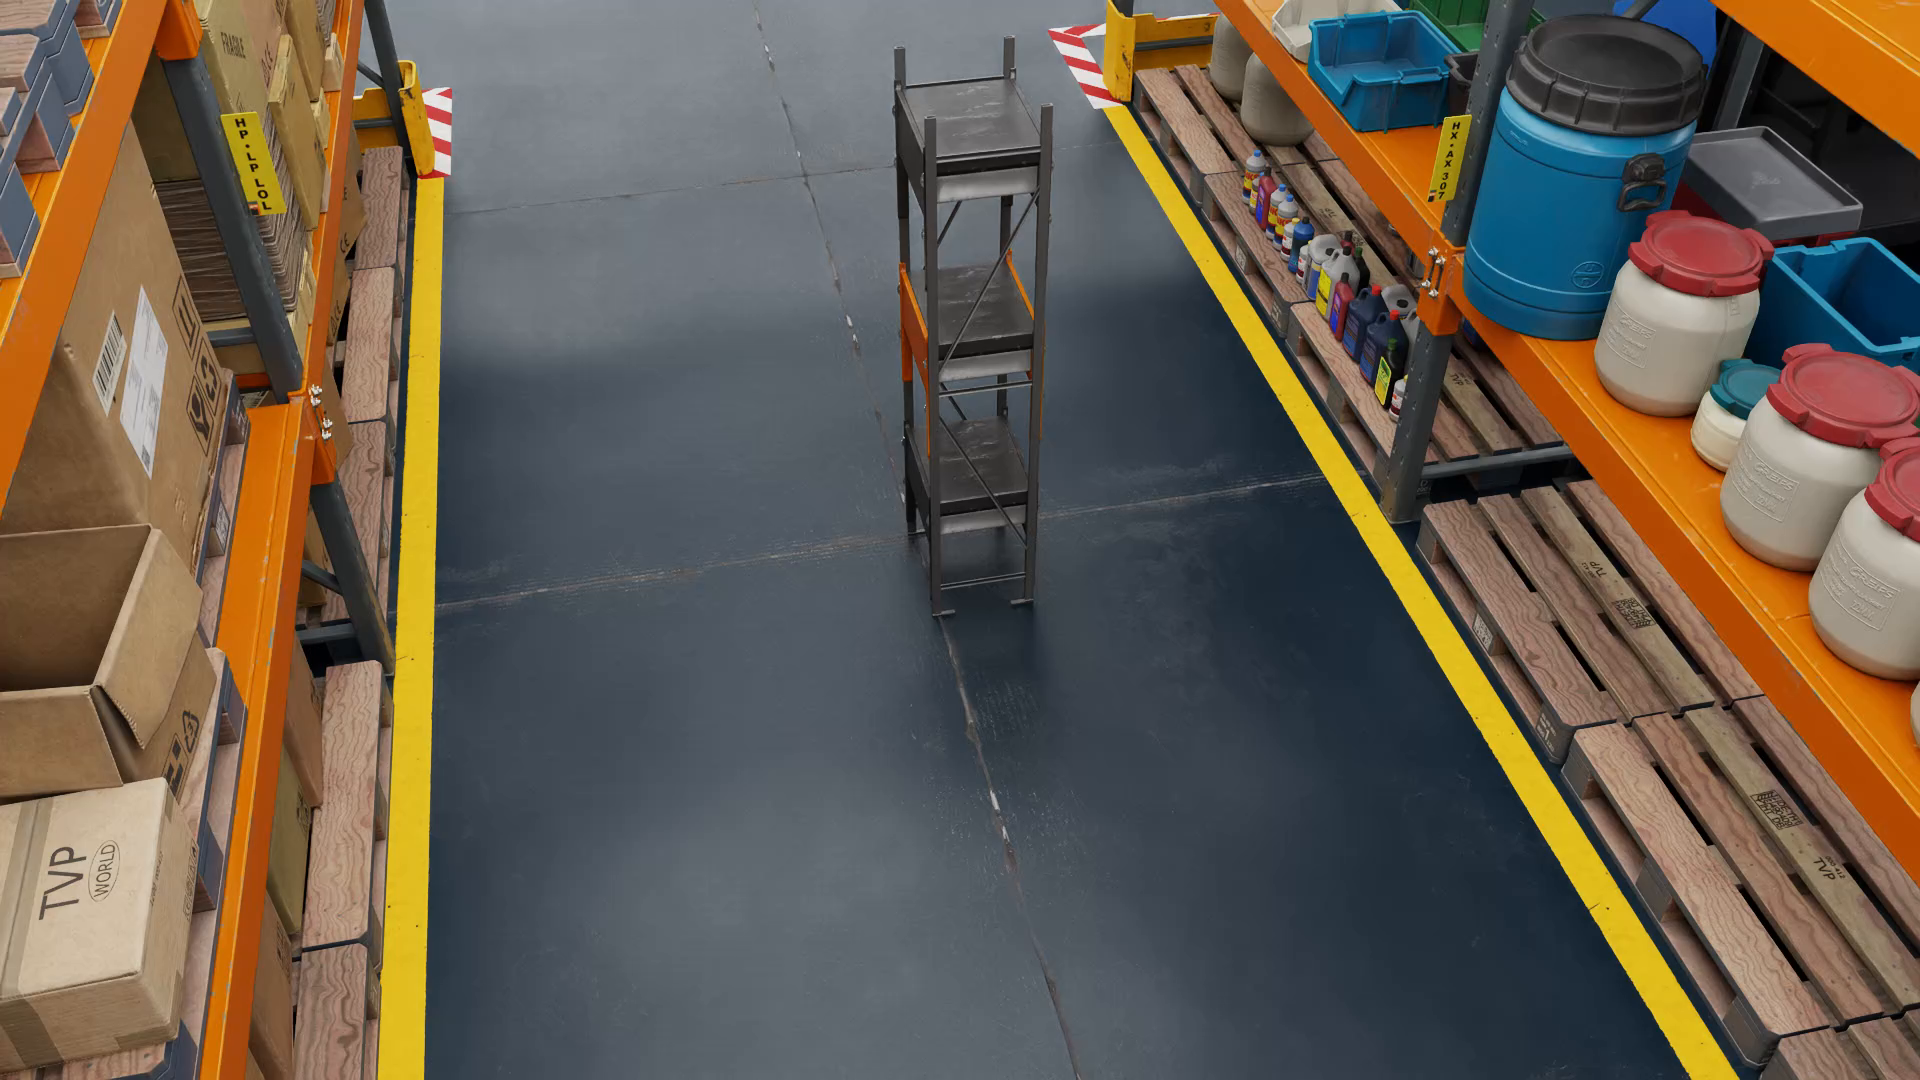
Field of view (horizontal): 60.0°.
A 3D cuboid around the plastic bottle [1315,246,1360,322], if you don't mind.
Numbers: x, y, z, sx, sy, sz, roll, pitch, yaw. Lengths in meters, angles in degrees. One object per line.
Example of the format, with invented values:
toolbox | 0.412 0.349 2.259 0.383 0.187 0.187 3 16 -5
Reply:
plastic bottle | 1.705 -1.173 7.475 0.144 0.351 0.185 -9 42 -10

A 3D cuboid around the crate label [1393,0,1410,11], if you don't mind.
crate label | 2.035 -2.741 7.551 0.502 0.435 0.616 -8 42 -9

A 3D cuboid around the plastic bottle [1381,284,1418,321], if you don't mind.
plastic bottle | 1.914 -0.973 7.307 0.152 0.276 0.135 -8 42 -9

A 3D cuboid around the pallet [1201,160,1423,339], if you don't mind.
pallet | 1.866 -1.480 8.258 1.003 0.211 1.213 -8 42 -9

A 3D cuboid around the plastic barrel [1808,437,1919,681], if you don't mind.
plastic barrel | 2.481 0.068 4.311 0.433 0.535 0.433 0 42 0

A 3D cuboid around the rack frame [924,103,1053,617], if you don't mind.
rack frame | 0.088 -0.520 5.754 0.400 2.100 0.015 -8 42 -9

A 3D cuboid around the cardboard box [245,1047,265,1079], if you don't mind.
cardboard box | -2.161 1.628 4.208 0.700 0.500 0.500 -5 42 -6

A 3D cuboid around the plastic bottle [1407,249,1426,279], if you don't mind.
plastic bottle | 2.196 -1.378 7.763 0.152 0.276 0.135 -8 42 -9

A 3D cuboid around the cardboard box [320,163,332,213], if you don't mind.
cardboard box | -2.551 -1.318 6.165 0.380 0.149 0.250 -8 42 -9

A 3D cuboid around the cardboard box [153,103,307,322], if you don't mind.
cardboard box | -2.636 -1.028 5.349 0.875 0.500 0.500 -8 42 -9

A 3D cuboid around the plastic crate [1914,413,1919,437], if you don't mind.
plastic crate | 2.889 -0.121 4.787 0.450 0.188 0.662 -8 42 -9

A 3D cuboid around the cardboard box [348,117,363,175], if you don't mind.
cardboard box | -3.344 -1.987 8.295 0.500 0.500 0.500 -1 42 -1

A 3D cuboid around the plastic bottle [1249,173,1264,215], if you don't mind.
plastic bottle | 1.483 -1.713 8.196 0.097 0.201 0.097 0 42 0

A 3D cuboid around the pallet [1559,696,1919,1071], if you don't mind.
pallet | 2.711 1.050 5.408 1.003 0.211 1.213 -8 42 -9

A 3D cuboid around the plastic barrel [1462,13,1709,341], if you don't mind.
plastic barrel | 2.025 -1.182 5.445 0.600 0.901 0.708 -8 42 -9

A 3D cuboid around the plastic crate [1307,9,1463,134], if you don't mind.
plastic crate | 1.733 -1.912 6.756 0.499 0.251 0.616 -8 42 -9

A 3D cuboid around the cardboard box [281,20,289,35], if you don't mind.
cardboard box | -2.916 -1.667 6.069 0.875 0.500 0.500 -8 42 -9

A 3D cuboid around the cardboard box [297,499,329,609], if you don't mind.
cardboard box | -2.646 -0.066 6.132 0.500 0.500 0.500 -10 42 -11

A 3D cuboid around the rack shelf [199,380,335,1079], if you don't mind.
rack shelf | -2.167 0.986 3.921 1.077 0.370 4.000 -8 42 -9

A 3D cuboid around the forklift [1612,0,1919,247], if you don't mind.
forklift | 4.407 -2.647 7.524 1.130 2.935 3.031 -10 43 -11

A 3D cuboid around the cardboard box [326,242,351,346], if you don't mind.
cardboard box | -3.065 -1.196 7.404 0.500 0.500 0.500 -5 42 -5

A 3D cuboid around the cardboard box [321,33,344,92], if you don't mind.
cardboard box | -2.773 -1.966 6.894 0.380 0.149 0.250 -8 42 -9

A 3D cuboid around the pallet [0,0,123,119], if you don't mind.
pallet | -2.570 -1.215 3.741 1.213 0.211 1.003 -8 42 -9

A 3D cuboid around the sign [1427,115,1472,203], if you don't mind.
sign | 1.697 -1.321 5.770 0.100 0.325 0.005 -8 42 -9

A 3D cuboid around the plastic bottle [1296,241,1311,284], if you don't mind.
plastic bottle | 1.622 -1.295 7.726 0.097 0.201 0.097 0 42 0

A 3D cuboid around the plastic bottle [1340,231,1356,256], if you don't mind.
plastic bottle | 1.778 -1.269 7.635 0.061 0.283 0.133 -8 42 -9

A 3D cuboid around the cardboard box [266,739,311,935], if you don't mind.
cardboard box | -2.403 0.904 5.023 0.700 0.500 0.500 -9 42 -10

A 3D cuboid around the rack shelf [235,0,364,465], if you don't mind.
rack shelf | -3.031 -1.606 6.842 1.077 0.370 4.000 -8 42 -9

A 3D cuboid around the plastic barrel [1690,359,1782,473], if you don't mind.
plastic barrel | 2.373 -0.357 4.997 0.301 0.262 0.301 0 42 0

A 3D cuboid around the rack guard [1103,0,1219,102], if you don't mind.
rack guard | 1.436 -2.904 9.645 1.175 0.500 0.348 -8 42 -9

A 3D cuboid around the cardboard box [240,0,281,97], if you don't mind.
cardboard box | -2.557 -1.754 5.413 0.500 0.500 0.500 -8 42 -9

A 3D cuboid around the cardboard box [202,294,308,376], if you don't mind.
cardboard box | -2.352 -0.668 5.432 0.380 0.149 0.250 -8 42 -9

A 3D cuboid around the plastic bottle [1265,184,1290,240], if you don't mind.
plastic bottle | 1.535 -1.584 7.998 0.097 0.271 0.097 0 42 0

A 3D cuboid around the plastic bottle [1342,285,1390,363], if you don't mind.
plastic bottle | 1.775 -0.963 7.240 0.144 0.351 0.185 -10 43 -11

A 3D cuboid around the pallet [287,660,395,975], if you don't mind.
pallet | -2.430 0.968 5.500 1.003 0.211 1.213 -8 42 -9

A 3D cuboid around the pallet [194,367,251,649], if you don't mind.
pallet | -2.576 0.009 4.625 1.003 0.211 1.213 -8 42 -9

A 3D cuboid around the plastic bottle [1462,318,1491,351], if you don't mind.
plastic bottle | 2.327 -1.025 7.309 0.144 0.351 0.185 -8 42 -9

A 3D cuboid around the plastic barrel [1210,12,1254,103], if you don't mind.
plastic barrel | 1.590 -2.693 9.081 0.421 0.512 0.421 0 42 0

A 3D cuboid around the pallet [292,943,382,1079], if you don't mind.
pallet | -2.163 1.761 4.608 1.003 0.211 1.213 -8 42 -9

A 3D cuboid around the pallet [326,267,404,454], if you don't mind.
pallet | -3.045 -0.759 7.446 1.003 0.211 1.213 -8 42 -9

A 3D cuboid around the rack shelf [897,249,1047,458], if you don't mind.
rack shelf | 0.036 -0.668 5.941 0.431 0.518 0.480 -8 42 -9

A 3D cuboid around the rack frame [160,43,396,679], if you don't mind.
rack frame | -2.599 -0.579 5.143 1.000 3.000 0.127 -8 42 -9

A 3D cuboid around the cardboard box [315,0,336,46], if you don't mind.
cardboard box | -3.080 -2.323 6.808 0.875 0.500 0.500 -8 42 -9

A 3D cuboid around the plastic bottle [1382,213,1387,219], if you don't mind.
plastic bottle | 2.122 -1.720 8.143 0.061 0.283 0.133 -8 42 -9

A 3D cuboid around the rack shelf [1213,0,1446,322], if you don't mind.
rack shelf | 1.805 -2.316 7.642 1.077 0.370 4.000 -8 42 -9

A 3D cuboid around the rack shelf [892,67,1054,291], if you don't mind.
rack shelf | 0.036 -1.191 5.476 0.431 0.518 0.480 -8 42 -9

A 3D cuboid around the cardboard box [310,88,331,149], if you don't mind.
cardboard box | -2.689 -1.638 6.525 0.380 0.149 0.250 -8 42 -9

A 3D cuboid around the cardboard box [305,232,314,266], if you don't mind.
cardboard box | -2.474 -0.990 5.795 0.380 0.149 0.250 -8 42 -9

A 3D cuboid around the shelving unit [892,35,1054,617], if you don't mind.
shelving unit | 0.036 -0.678 5.932 0.431 2.100 0.503 -8 42 -9

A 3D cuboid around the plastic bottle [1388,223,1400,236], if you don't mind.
plastic bottle | 2.138 -1.585 8.052 0.097 0.201 0.097 0 42 0

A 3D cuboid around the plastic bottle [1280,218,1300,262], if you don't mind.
plastic bottle | 1.578 -1.429 7.876 0.097 0.201 0.097 0 42 0

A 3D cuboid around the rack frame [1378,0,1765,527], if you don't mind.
rack frame | 2.237 -1.289 5.942 1.000 3.000 0.127 -8 42 -9

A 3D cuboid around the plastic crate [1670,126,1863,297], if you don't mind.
plastic crate | 2.640 -1.043 5.617 0.402 0.464 0.583 -8 42 -9

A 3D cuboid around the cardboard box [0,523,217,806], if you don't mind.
cardboard box | -2.135 0.336 3.718 0.797 0.503 0.637 -4 42 -5

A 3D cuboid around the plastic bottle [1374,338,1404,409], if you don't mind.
plastic bottle | 1.811 -0.702 6.996 0.061 0.283 0.133 -6 42 -7
